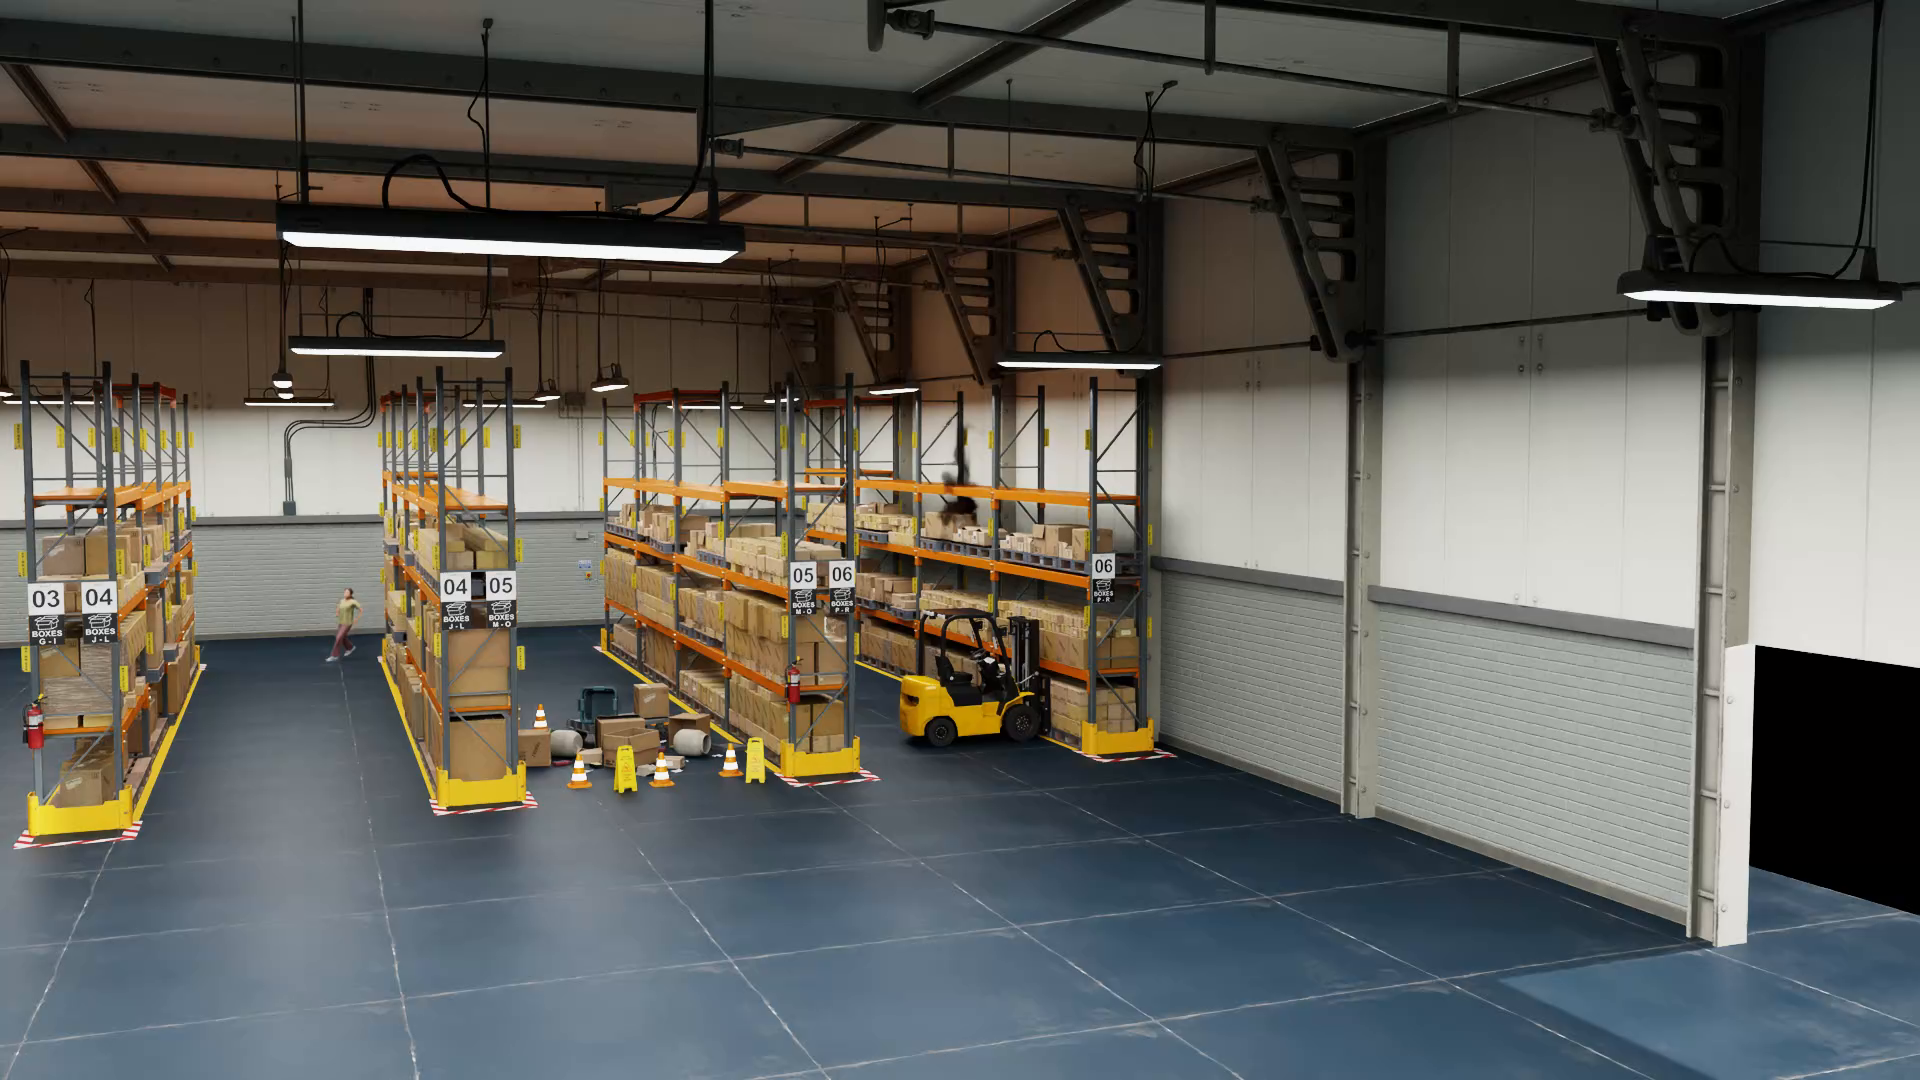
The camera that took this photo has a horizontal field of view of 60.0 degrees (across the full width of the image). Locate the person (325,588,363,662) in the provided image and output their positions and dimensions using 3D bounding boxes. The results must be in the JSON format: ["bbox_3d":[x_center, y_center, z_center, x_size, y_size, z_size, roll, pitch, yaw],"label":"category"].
[{"bbox_3d":[-13.914,1.899,37.669,0.635,1.638,0.954,1,4,23],"label":"person"}]
